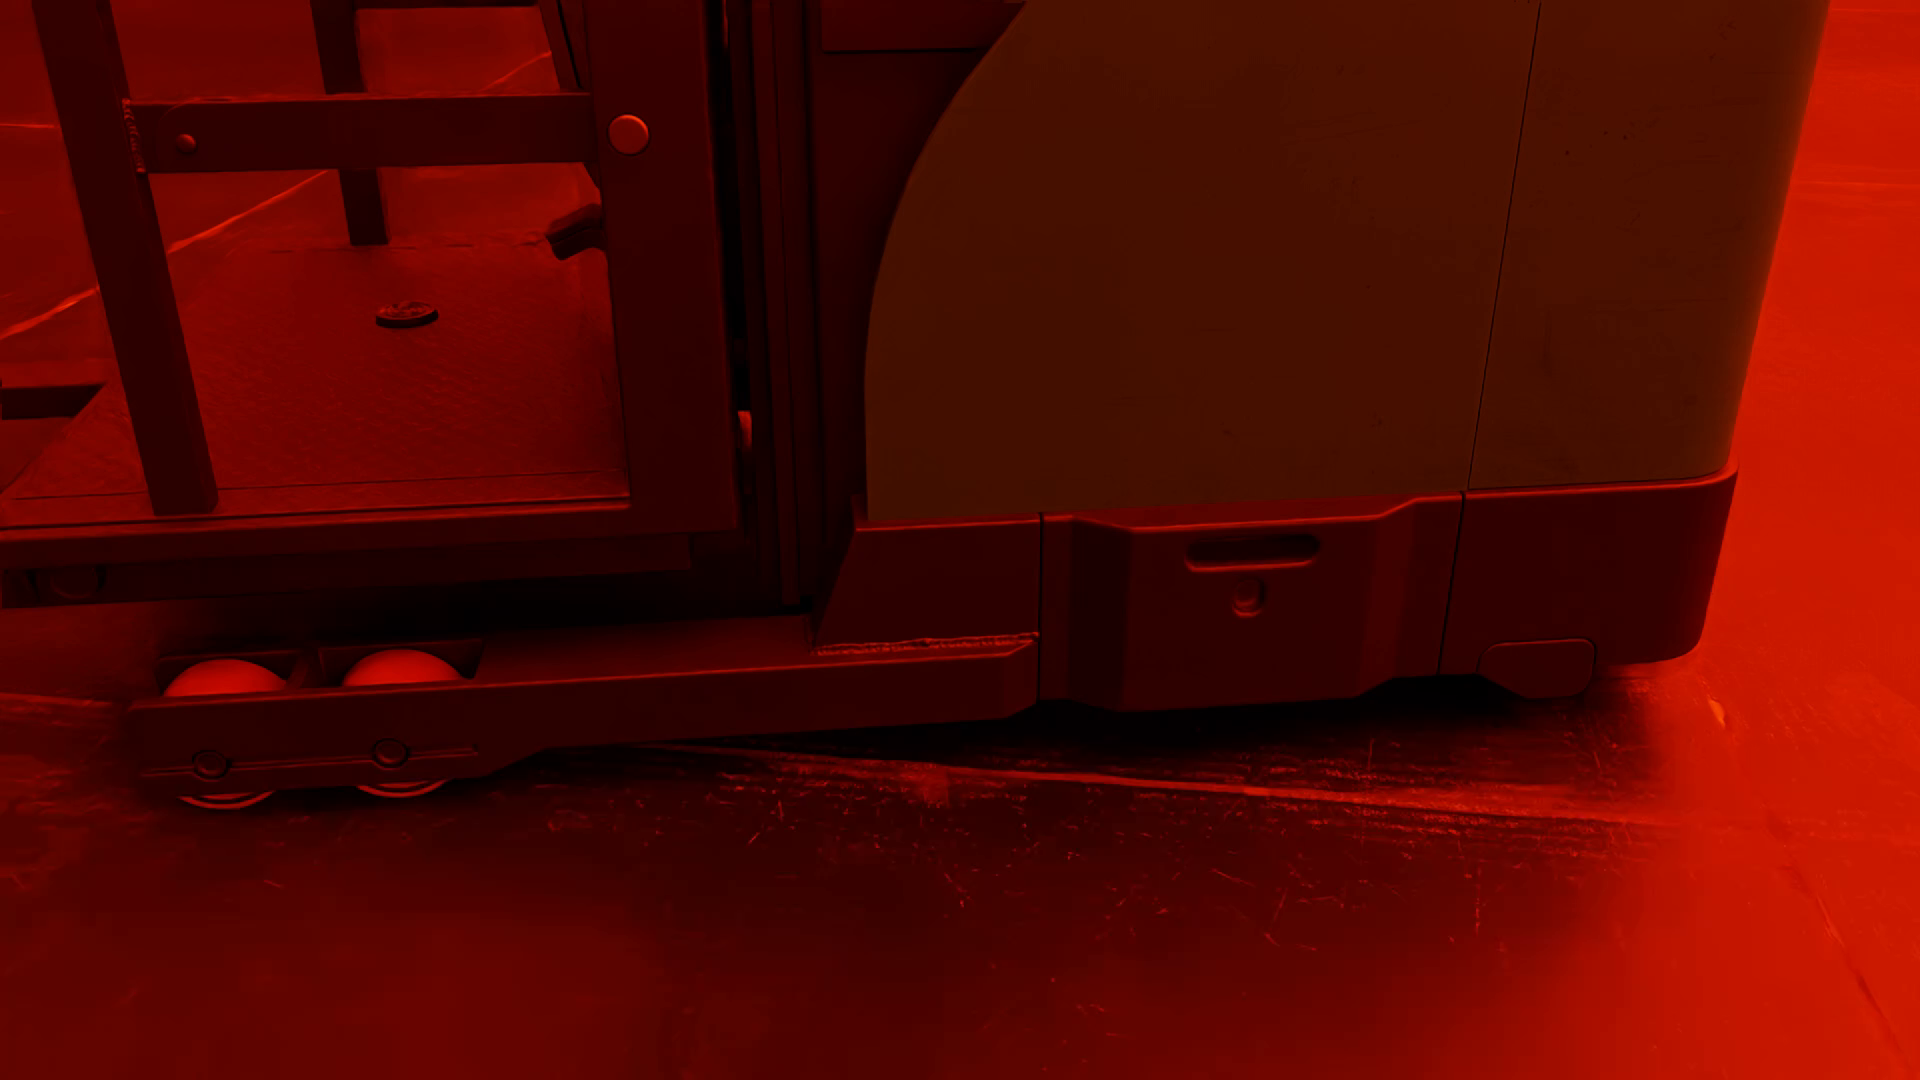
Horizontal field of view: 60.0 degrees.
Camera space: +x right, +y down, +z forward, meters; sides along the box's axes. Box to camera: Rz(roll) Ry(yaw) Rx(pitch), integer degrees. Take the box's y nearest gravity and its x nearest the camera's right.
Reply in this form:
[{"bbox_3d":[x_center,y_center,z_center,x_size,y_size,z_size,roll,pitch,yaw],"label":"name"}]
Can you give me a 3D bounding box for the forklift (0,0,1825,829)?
[{"bbox_3d":[-0.609,-1.244,1.710,3.031,2.935,1.130,-4,27,-8],"label":"forklift"}]
